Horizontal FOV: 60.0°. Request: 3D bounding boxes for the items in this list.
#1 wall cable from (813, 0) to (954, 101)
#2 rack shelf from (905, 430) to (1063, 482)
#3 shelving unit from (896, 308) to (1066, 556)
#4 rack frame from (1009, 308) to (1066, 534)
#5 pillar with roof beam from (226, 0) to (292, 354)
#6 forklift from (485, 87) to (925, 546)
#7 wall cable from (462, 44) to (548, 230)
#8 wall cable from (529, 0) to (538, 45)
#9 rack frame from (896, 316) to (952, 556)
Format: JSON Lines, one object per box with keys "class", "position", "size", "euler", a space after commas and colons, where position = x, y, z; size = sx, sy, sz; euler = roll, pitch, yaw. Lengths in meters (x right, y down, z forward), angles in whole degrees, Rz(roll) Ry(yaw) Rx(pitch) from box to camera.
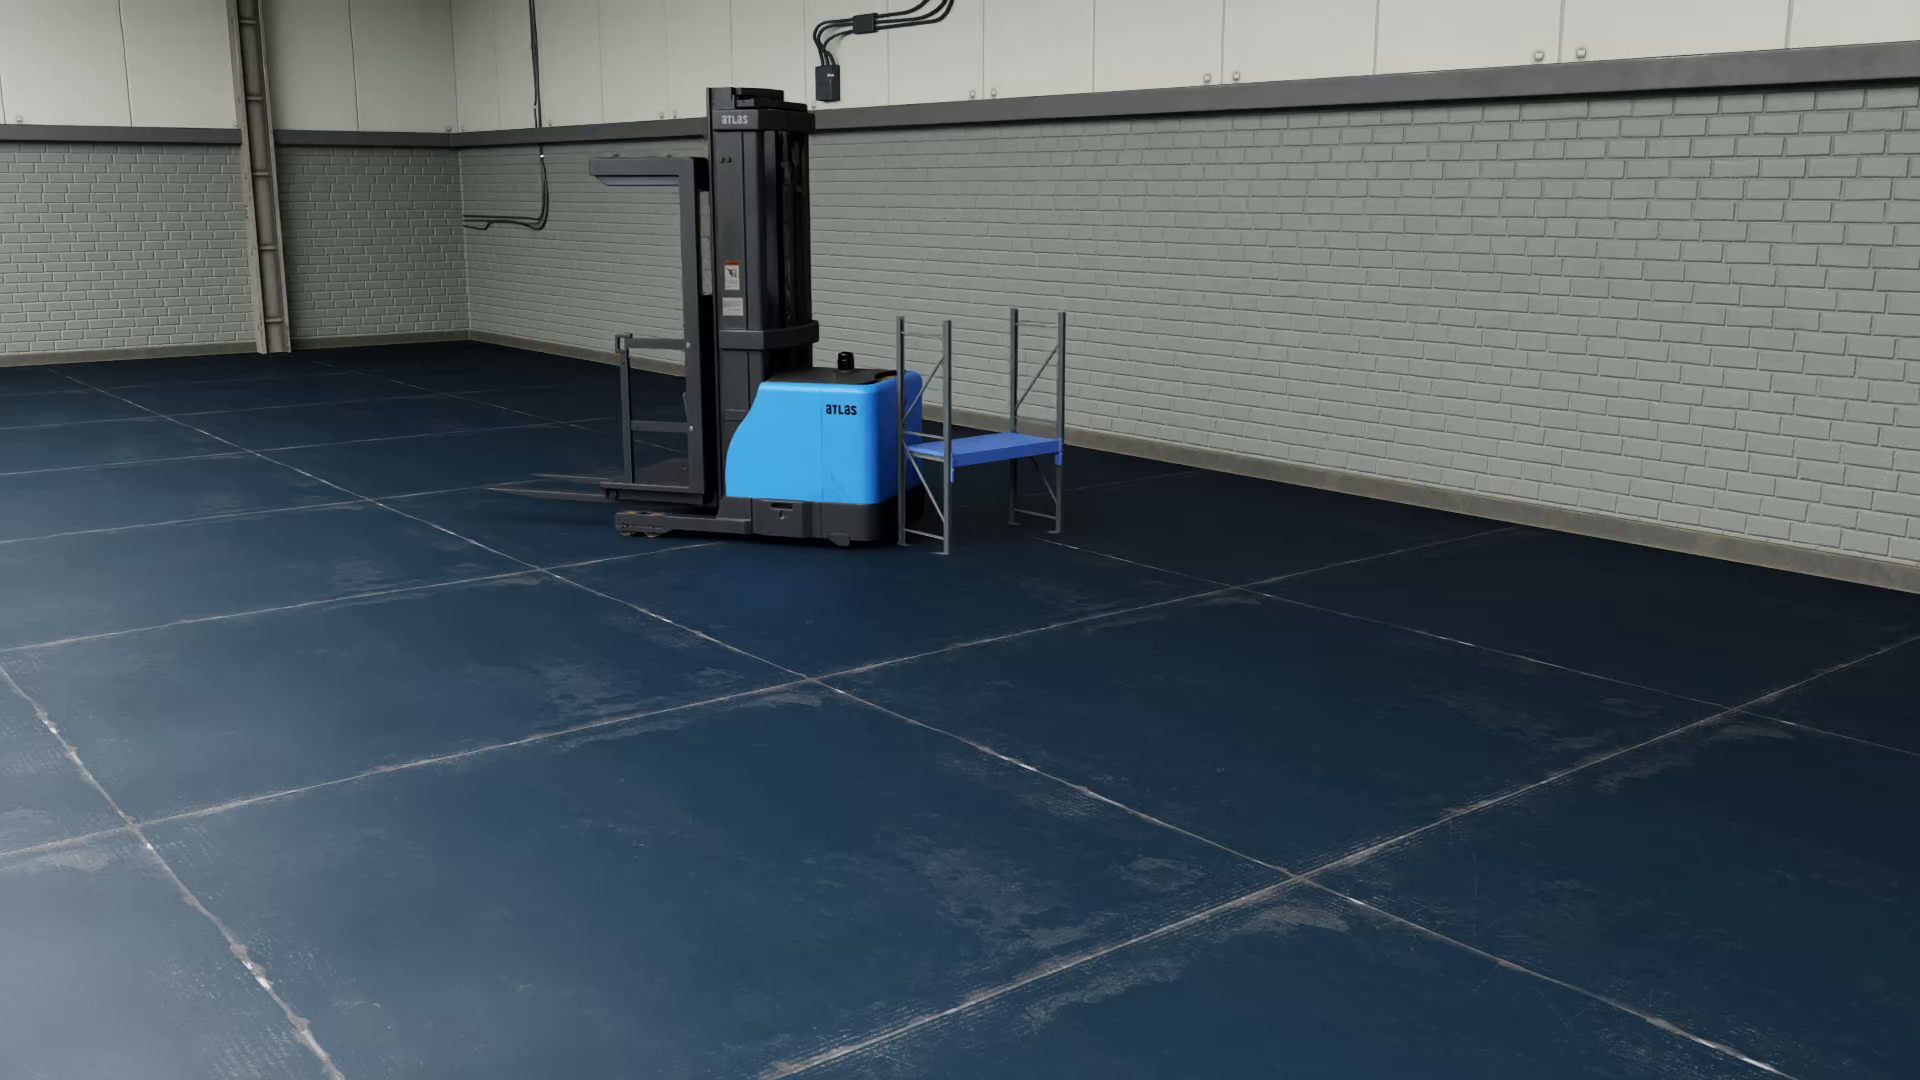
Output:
{"class": "wall cable", "position": [-0.774, -7.383, 16.047], "size": [0.169, 6.003, 2.305], "euler": [-9, 15, -38]}
{"class": "rack shelf", "position": [0.145, -0.566, 11.048], "size": [1.000, 0.185, 0.538], "euler": [-11, 16, -41]}
{"class": "shelving unit", "position": [0.145, -0.742, 11.010], "size": [1.048, 1.500, 0.538], "euler": [-11, 16, -41]}
{"class": "rack frame", "position": [0.523, -0.812, 11.343], "size": [0.032, 1.500, 0.500], "euler": [-11, 16, -41]}
{"class": "pillar with roof beam", "position": [-7.130, -6.396, 19.583], "size": [0.400, 9.000, 9.100], "euler": [-9, 15, -38]}
{"class": "forklift", "position": [-1.823, -1.549, 11.367], "size": [3.031, 2.935, 1.130], "euler": [4, 13, 17]}
{"class": "wall cable", "position": [-6.692, -5.743, 23.984], "size": [0.112, 2.526, 3.097], "euler": [-9, 15, -38]}
{"class": "wall cable", "position": [-5.002, -7.774, 21.393], "size": [0.112, 2.526, 3.097], "euler": [-9, 15, -38]}
{"class": "rack frame", "position": [-0.232, -0.671, 10.677], "size": [0.032, 1.500, 0.500], "euler": [-11, 16, -41]}
